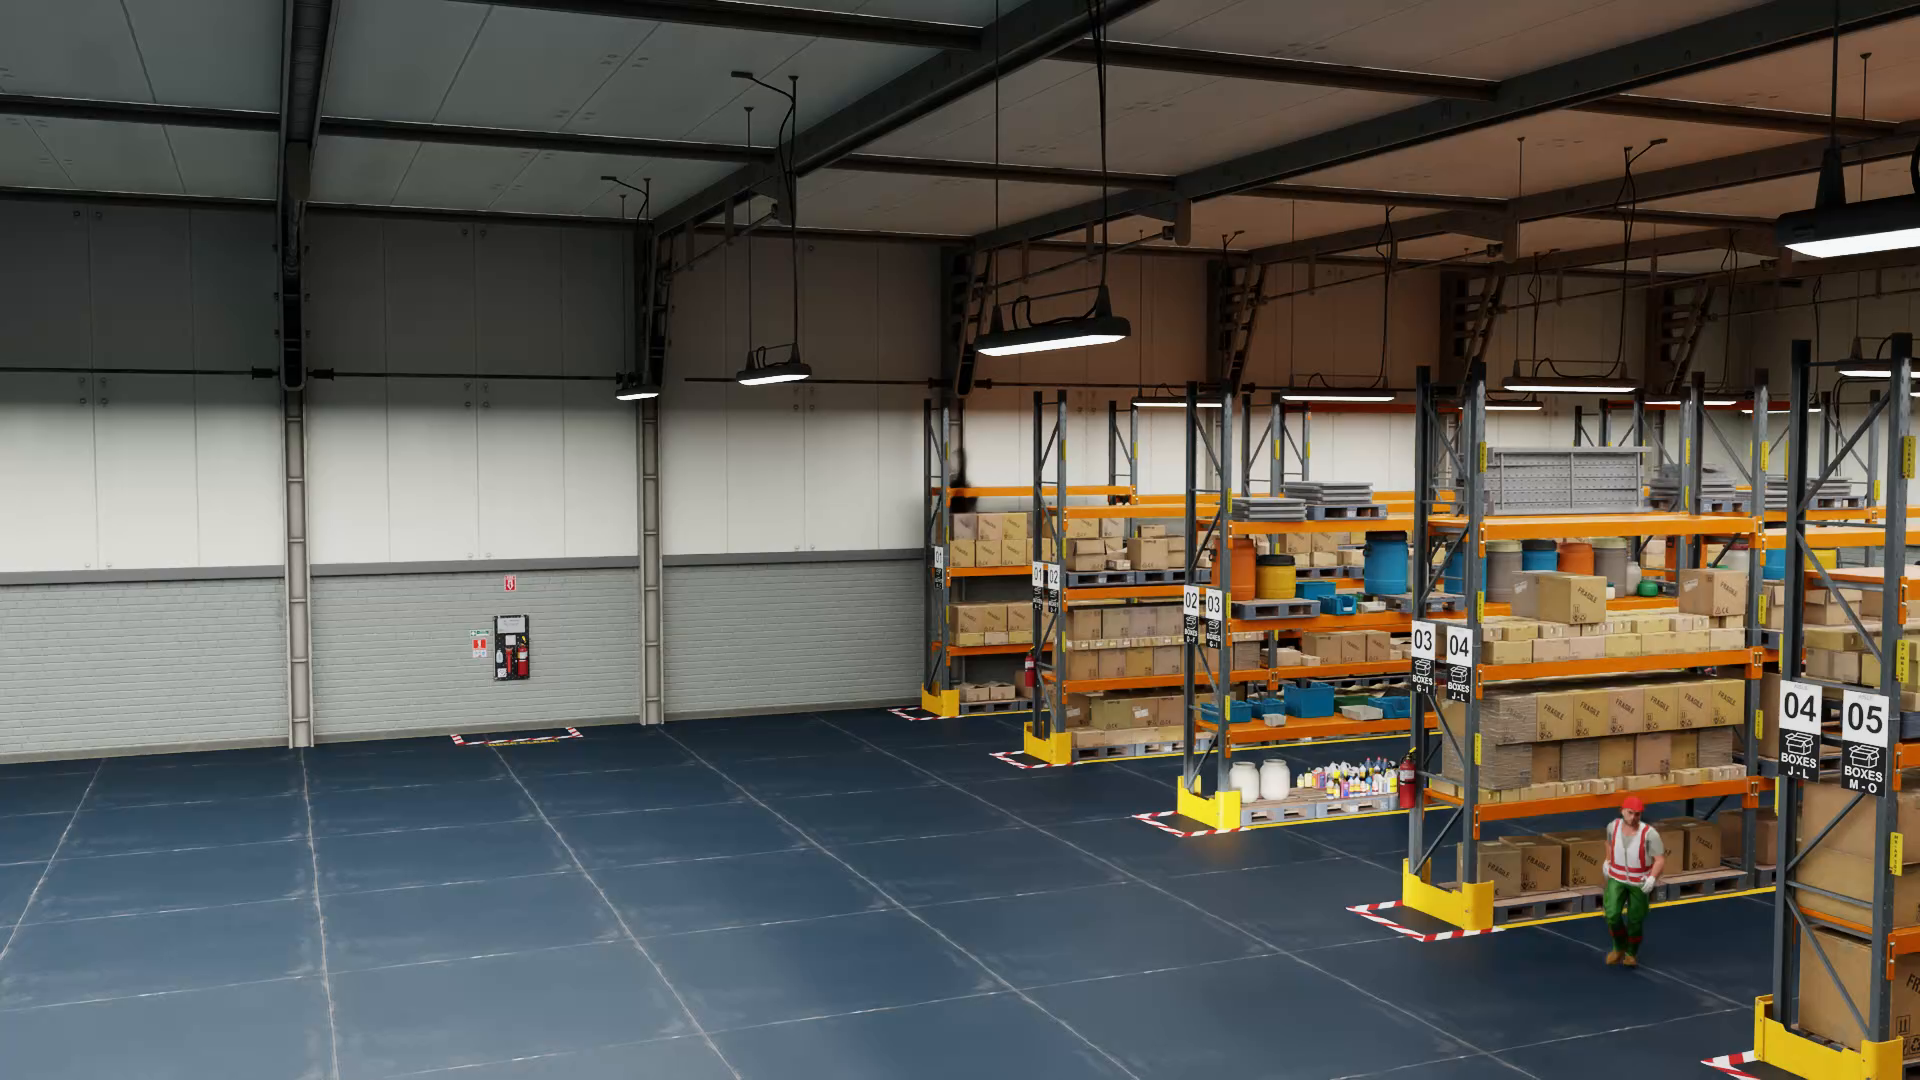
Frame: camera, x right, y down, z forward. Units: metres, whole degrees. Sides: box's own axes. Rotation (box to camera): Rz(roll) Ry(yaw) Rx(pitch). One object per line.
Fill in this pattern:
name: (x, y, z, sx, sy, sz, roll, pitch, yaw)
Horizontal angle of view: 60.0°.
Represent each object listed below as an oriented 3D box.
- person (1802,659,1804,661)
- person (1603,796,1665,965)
person: (17.968, 2.288, 35.198, 0.689, 1.681, 0.999, 0, 3, -7)
person: (6.502, 3.330, 16.128, 0.626, 1.727, 0.825, 2, 4, 30)
